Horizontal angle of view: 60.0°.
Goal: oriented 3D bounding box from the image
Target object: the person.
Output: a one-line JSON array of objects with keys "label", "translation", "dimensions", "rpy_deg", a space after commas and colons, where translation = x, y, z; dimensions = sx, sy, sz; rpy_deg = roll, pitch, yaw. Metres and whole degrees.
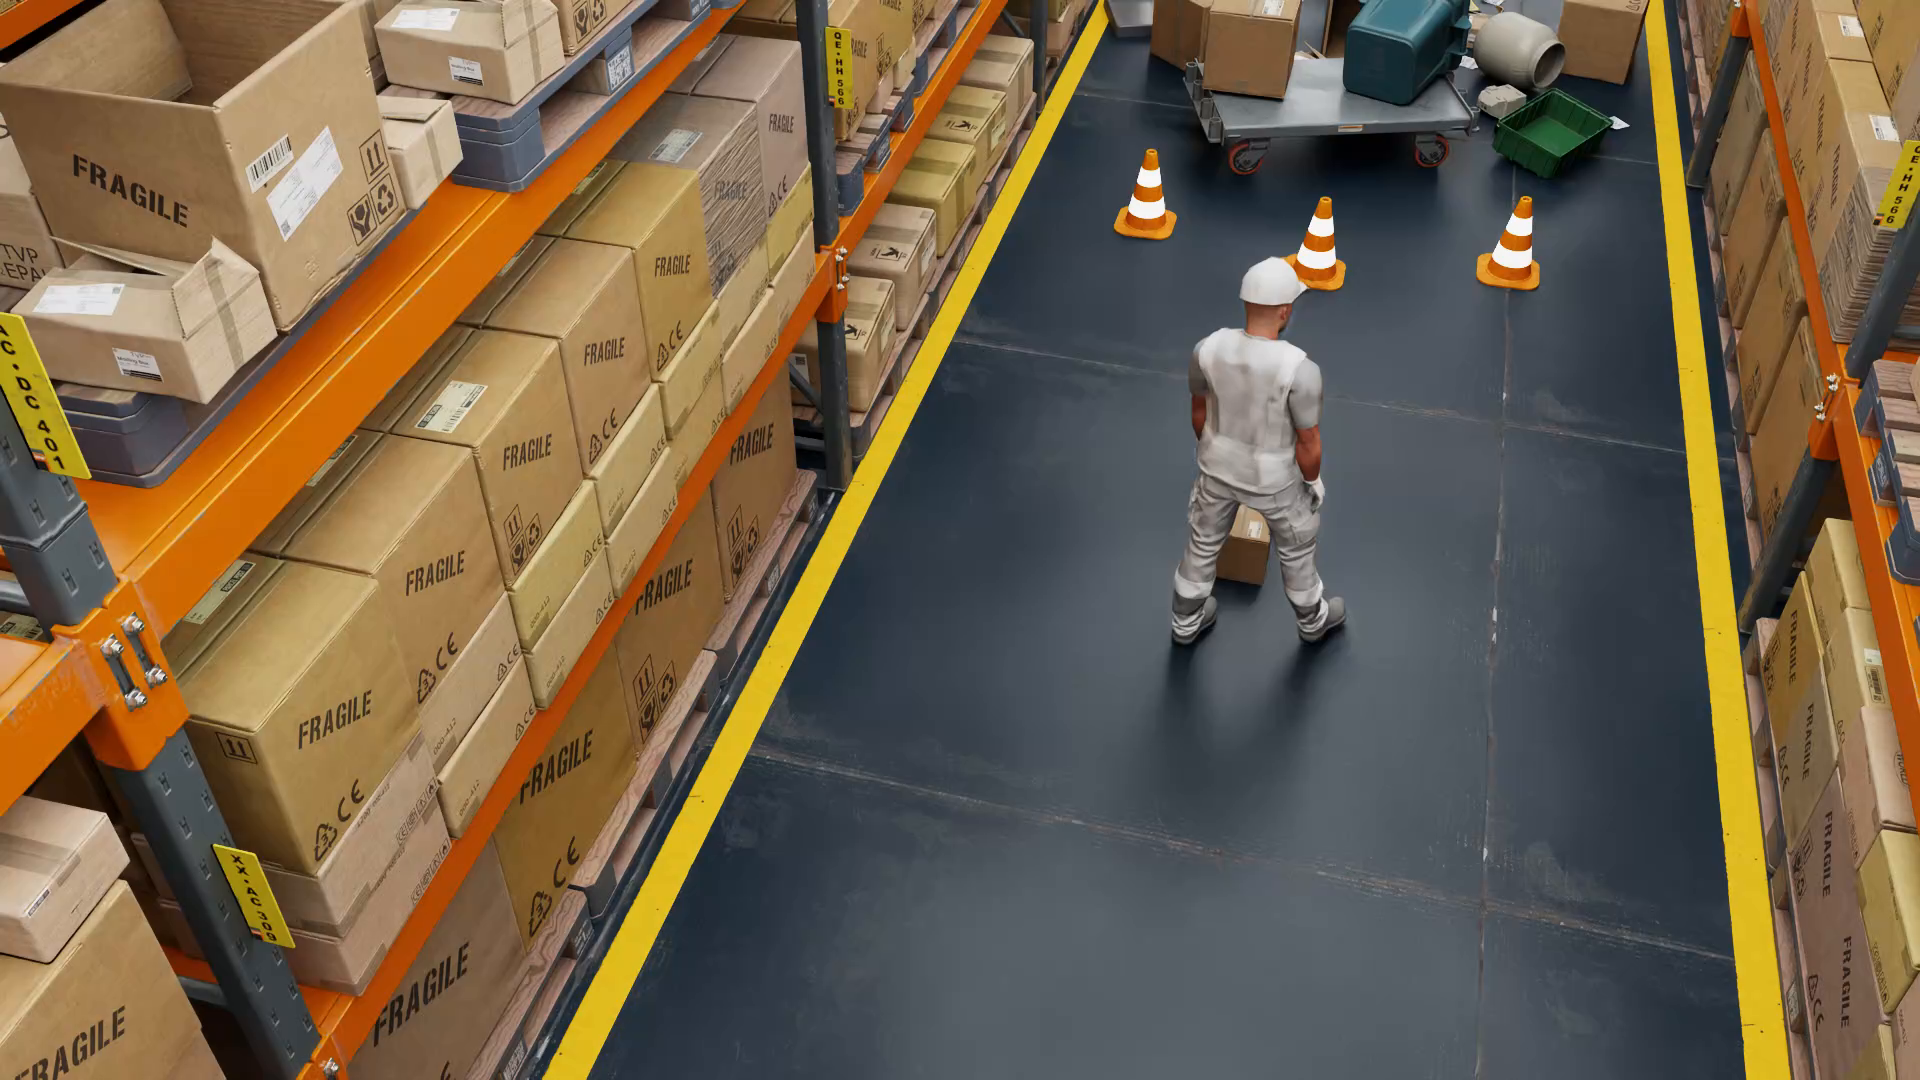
[{"label": "person", "translation": [16.035, -3.088, 9.764], "dimensions": [21.024, 1.748, 23.708], "rpy_deg": [23, 46, 24]}]
